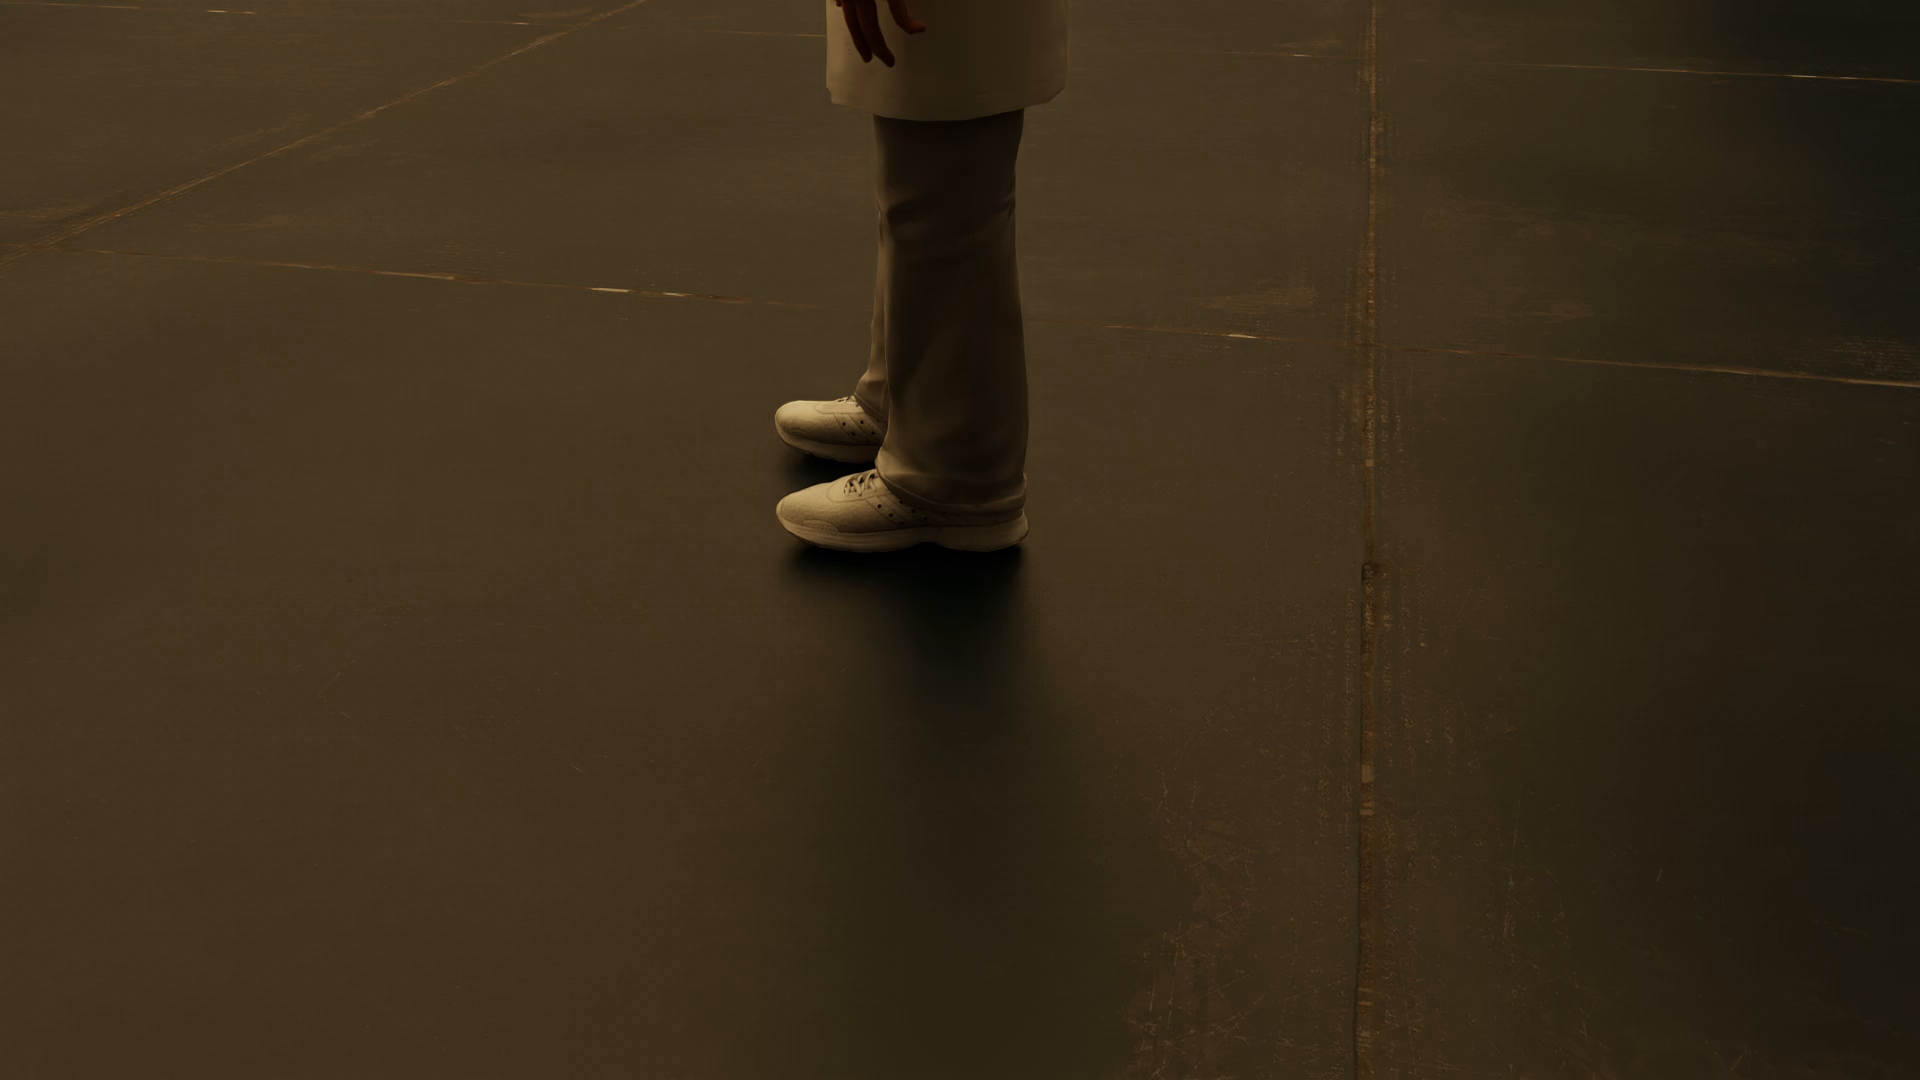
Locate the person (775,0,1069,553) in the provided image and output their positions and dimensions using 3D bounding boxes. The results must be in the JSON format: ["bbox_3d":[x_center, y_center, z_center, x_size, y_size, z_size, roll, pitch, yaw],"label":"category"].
[{"bbox_3d":[-0.088,-0.812,2.120,0.577,1.779,0.691,6,27,11],"label":"person"}]
